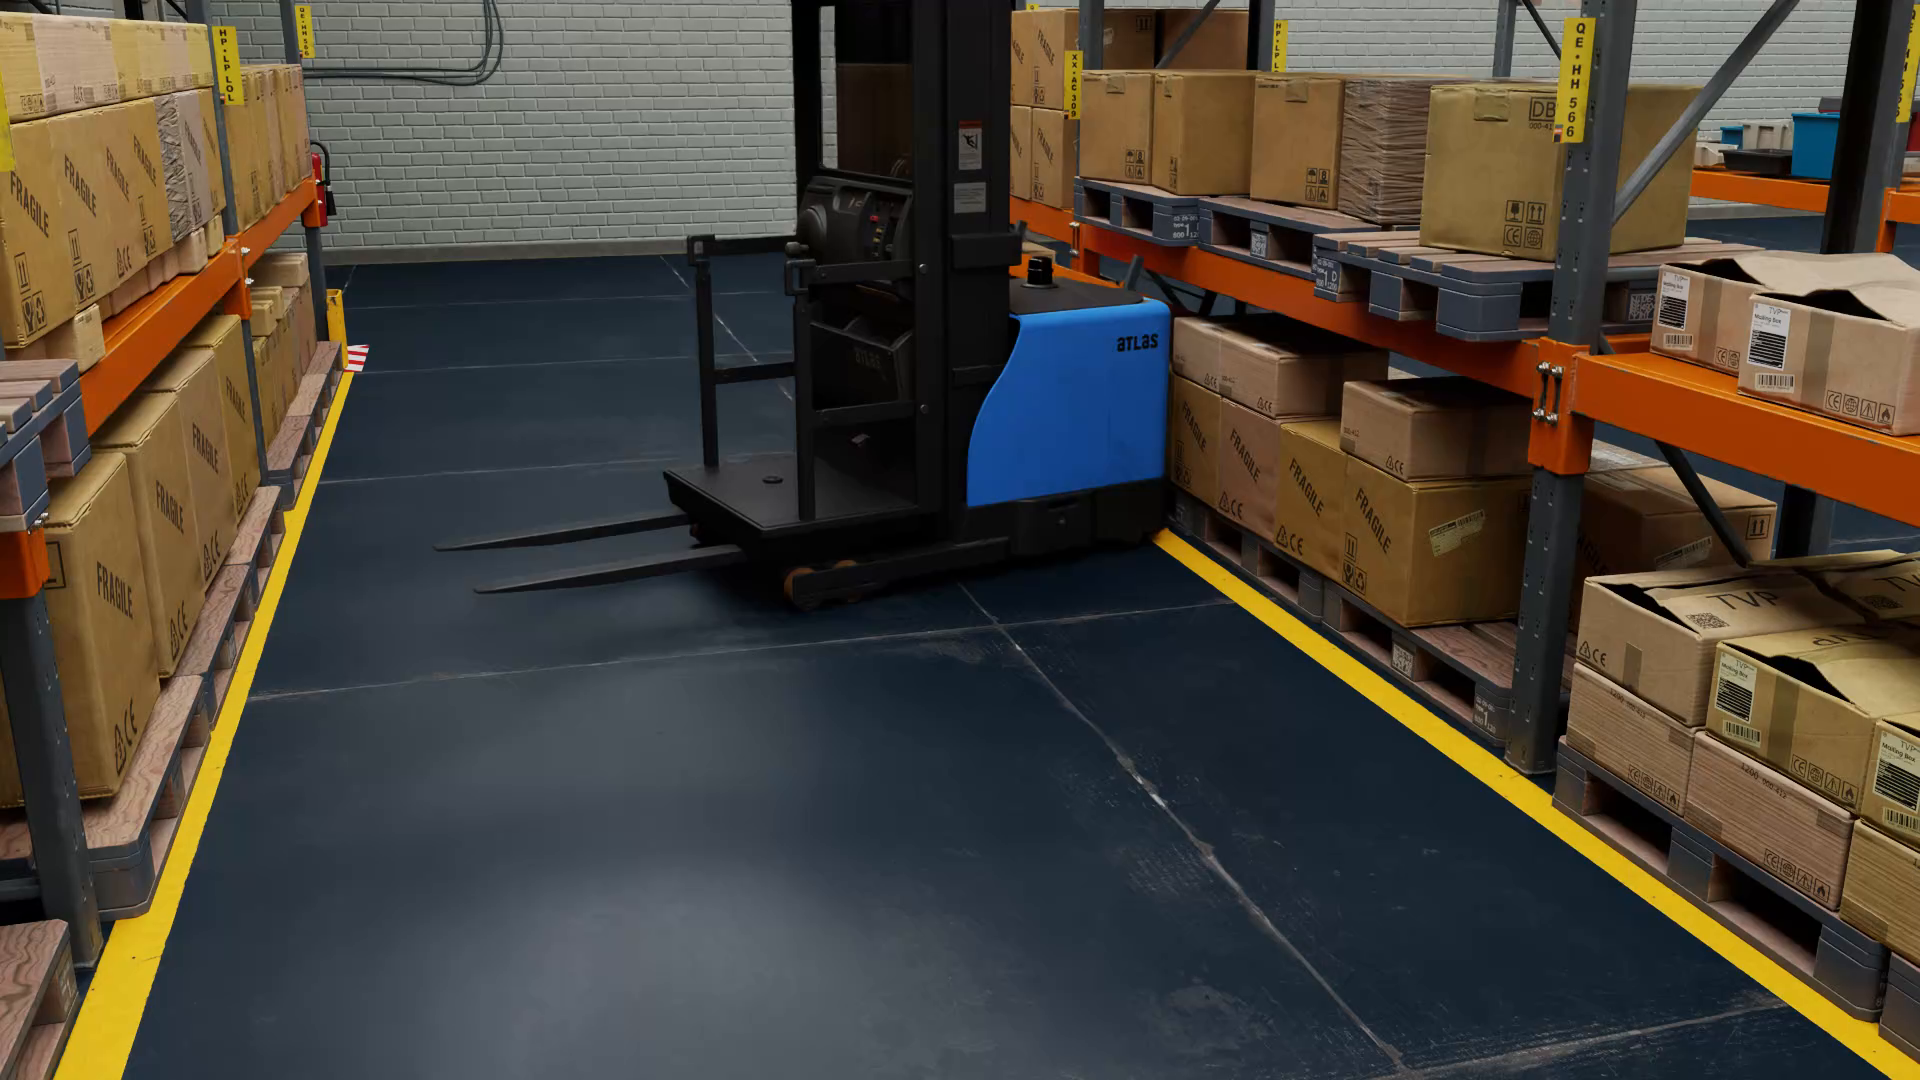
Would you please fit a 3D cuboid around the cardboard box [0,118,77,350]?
[{"bbox_3d":[-2.468,-0.732,3.948,0.500,0.500,0.500,-4,17,-14],"label":"cardboard box"}]

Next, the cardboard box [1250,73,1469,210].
[{"bbox_3d":[1.627,-1.641,6.799,0.700,0.500,0.500,-10,19,-29],"label":"cardboard box"}]

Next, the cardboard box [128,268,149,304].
[{"bbox_3d":[-2.945,-0.872,5.544,0.380,0.149,0.250,-4,17,-14],"label":"cardboard box"}]

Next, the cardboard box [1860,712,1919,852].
[{"bbox_3d":[2.334,0.531,3.544,0.500,0.311,0.500,-5,17,-17],"label":"cardboard box"}]

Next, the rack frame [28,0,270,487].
[{"bbox_3d":[-3.680,-1.484,7.177,1.000,3.000,0.127,-5,17,-15],"label":"rack frame"}]

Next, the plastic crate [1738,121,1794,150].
[{"bbox_3d":[5.604,-2.676,11.248,0.437,0.282,0.530,-5,17,-15],"label":"plastic crate"}]

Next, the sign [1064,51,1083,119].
[{"bbox_3d":[0.563,-2.246,8.210,0.100,0.325,0.005,-5,17,-15],"label":"sign"}]

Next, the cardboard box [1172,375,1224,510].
[{"bbox_3d":[1.268,-0.451,7.321,0.500,0.500,0.500,-4,17,-15],"label":"cardboard box"}]

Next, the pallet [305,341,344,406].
[{"bbox_3d":[-4.484,-1.040,10.546,1.003,0.211,1.213,-5,17,-15],"label":"pallet"}]

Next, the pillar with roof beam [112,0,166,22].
[{"bbox_3d":[-2.213,-6.482,13.389,9.100,9.000,0.400,-5,17,-15],"label":"pillar with roof beam"}]

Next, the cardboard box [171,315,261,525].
[{"bbox_3d":[-3.376,-0.486,6.862,0.750,0.750,0.750,-4,17,-15],"label":"cardboard box"}]

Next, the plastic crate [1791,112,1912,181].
[{"bbox_3d":[5.390,-2.390,10.118,0.392,0.384,0.575,-5,17,-15],"label":"plastic crate"}]

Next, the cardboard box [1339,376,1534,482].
[{"bbox_3d":[1.679,-0.398,5.840,0.500,0.250,0.500,-4,17,-13],"label":"cardboard box"}]

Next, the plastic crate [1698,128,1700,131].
[{"bbox_3d":[4.942,-2.780,11.681,0.416,0.233,0.300,-5,17,-15],"label":"plastic crate"}]

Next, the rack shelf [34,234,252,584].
[{"bbox_3d":[-3.130,-0.586,5.439,1.077,0.370,4.000,-5,17,-15],"label":"rack shelf"}]

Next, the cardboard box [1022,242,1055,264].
[{"bbox_3d":[0.369,-1.865,12.028,0.500,0.500,0.500,-5,17,-15],"label":"cardboard box"}]

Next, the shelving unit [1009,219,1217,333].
[{"bbox_3d":[0.556,-0.850,8.005,0.538,1.125,1.048,13,11,-33],"label":"shelving unit"}]

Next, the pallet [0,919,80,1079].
[{"bbox_3d":[-2.367,1.175,3.175,1.003,0.211,1.213,-5,17,-15],"label":"pallet"}]

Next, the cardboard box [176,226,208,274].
[{"bbox_3d":[-3.065,-1.090,6.269,0.380,0.149,0.250,-5,17,-15],"label":"cardboard box"}]

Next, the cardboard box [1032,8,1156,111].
[{"bbox_3d":[0.695,-2.522,8.724,0.500,0.500,0.500,-5,17,-15],"label":"cardboard box"}]

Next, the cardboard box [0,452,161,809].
[{"bbox_3d":[-2.656,0.237,4.454,0.750,0.750,0.750,-5,17,-16],"label":"cardboard box"}]

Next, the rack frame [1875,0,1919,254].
[{"bbox_3d":[5.846,-2.267,9.785,1.000,3.000,0.127,-5,17,-15],"label":"rack frame"}]

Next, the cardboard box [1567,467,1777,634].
[{"bbox_3d":[2.331,0.068,5.592,0.500,0.500,0.500,-4,17,-13],"label":"cardboard box"}]

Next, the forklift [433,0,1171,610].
[{"bbox_3d":[-0.614,-1.301,6.690,3.031,2.935,1.130,-9,19,-29],"label":"forklift"}]

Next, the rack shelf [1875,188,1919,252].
[{"bbox_3d":[6.396,-1.369,8.046,1.077,0.370,4.000,-5,17,-15],"label":"rack shelf"}]

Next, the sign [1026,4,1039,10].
[{"bbox_3d":[0.522,-3.727,12.083,0.100,0.325,0.005,-5,17,-15],"label":"sign"}]

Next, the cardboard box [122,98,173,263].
[{"bbox_3d":[-2.889,-1.158,5.368,0.500,0.500,0.500,-4,17,-14],"label":"cardboard box"}]

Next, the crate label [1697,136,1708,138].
[{"bbox_3d":[5.311,-2.908,12.273,0.396,0.136,0.243,-5,17,-15],"label":"crate label"}]

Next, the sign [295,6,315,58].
[{"bbox_3d":[-4.253,-3.297,10.790,0.100,0.325,0.005,-5,17,-15],"label":"sign"}]

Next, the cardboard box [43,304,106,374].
[{"bbox_3d":[-2.501,-0.526,4.392,0.380,0.149,0.250,-4,17,-14],"label":"cardboard box"}]

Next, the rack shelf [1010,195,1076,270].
[{"bbox_3d":[0.533,-2.085,10.430,1.077,0.370,4.000,-5,17,-15],"label":"rack shelf"}]

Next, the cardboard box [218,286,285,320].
[{"bbox_3d":[-3.849,-1.267,8.943,0.380,0.149,0.250,-5,17,-17],"label":"cardboard box"}]

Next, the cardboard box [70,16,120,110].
[{"bbox_3d":[-2.747,-1.369,4.766,0.500,0.250,0.500,-5,17,-15],"label":"cardboard box"}]

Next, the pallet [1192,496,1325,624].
[{"bbox_3d":[1.681,0.019,7.021,1.003,0.211,1.213,-5,17,-15],"label":"pallet"}]

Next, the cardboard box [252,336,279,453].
[{"bbox_3d":[-3.786,-0.703,8.192,0.700,0.500,0.500,-4,17,-15],"label":"cardboard box"}]

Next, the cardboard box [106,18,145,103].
[{"bbox_3d":[-2.893,-1.510,5.234,0.500,0.250,0.500,-5,17,-16],"label":"cardboard box"}]

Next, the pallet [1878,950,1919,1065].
[{"bbox_3d":[2.702,1.133,3.312,1.003,0.211,1.213,-5,17,-15],"label":"pallet"}]

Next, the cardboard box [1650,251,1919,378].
[{"bbox_3d":[2.240,-0.623,4.467,0.500,0.311,0.500,-4,17,-12],"label":"cardboard box"}]

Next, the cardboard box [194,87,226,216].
[{"bbox_3d":[-3.310,-1.576,6.758,0.500,0.500,0.500,-5,17,-16],"label":"cardboard box"}]

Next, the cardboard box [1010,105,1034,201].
[{"bbox_3d":[0.555,-2.185,9.337,0.500,0.500,0.500,-4,17,-14],"label":"cardboard box"}]

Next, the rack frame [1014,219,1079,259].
[{"bbox_3d":[0.313,-1.009,8.422,0.500,1.125,0.032,13,11,-33],"label":"rack frame"}]

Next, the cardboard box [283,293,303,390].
[{"bbox_3d":[-4.214,-1.131,9.618,0.700,0.500,0.500,-5,18,-17],"label":"cardboard box"}]

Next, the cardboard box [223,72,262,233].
[{"bbox_3d":[-3.813,-1.779,7.638,0.980,0.700,0.700,-4,17,-14],"label":"cardboard box"}]

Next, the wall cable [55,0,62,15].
[{"bbox_3d":[-6.040,-3.356,11.644,0.084,1.984,1.851,-5,17,-15],"label":"wall cable"}]

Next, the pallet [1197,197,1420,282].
[{"bbox_3d":[1.643,-1.215,6.618,1.003,0.211,1.213,-5,17,-15],"label":"pallet"}]

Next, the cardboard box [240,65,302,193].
[{"bbox_3d":[-4.418,-2.393,9.683,0.980,0.700,0.700,-5,17,-16],"label":"cardboard box"}]

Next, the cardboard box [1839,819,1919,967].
[{"bbox_3d":[2.331,0.796,3.637,0.500,0.250,0.500,-5,17,-17],"label":"cardboard box"}]

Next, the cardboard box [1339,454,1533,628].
[{"bbox_3d":[1.699,-0.024,5.897,0.500,0.500,0.500,-4,17,-13],"label":"cardboard box"}]
